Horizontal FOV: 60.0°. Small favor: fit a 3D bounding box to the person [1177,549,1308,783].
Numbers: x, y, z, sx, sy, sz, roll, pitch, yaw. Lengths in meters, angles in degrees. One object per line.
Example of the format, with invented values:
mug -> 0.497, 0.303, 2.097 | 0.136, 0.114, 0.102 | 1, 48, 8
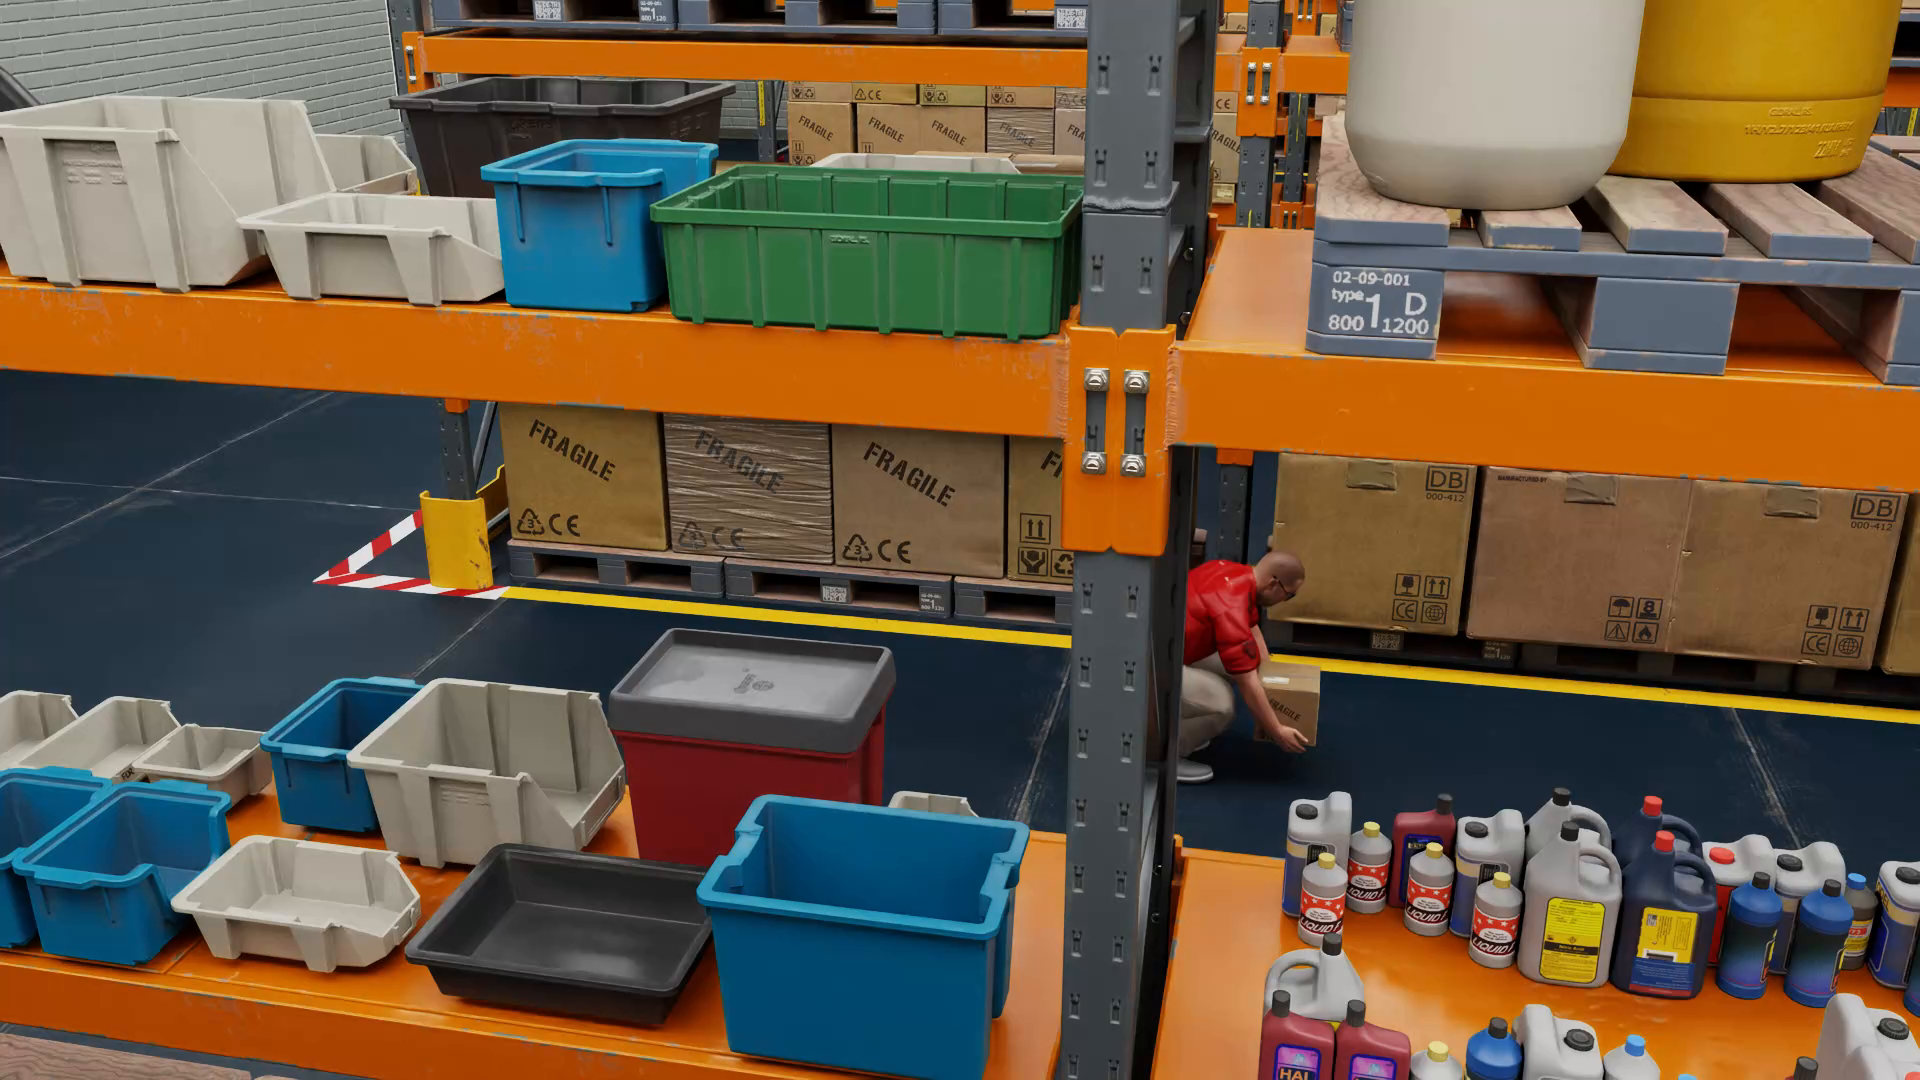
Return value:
person -> 1.020, 0.488, 6.906 | 0.878, 0.976, 0.558 | 4, 22, 11
